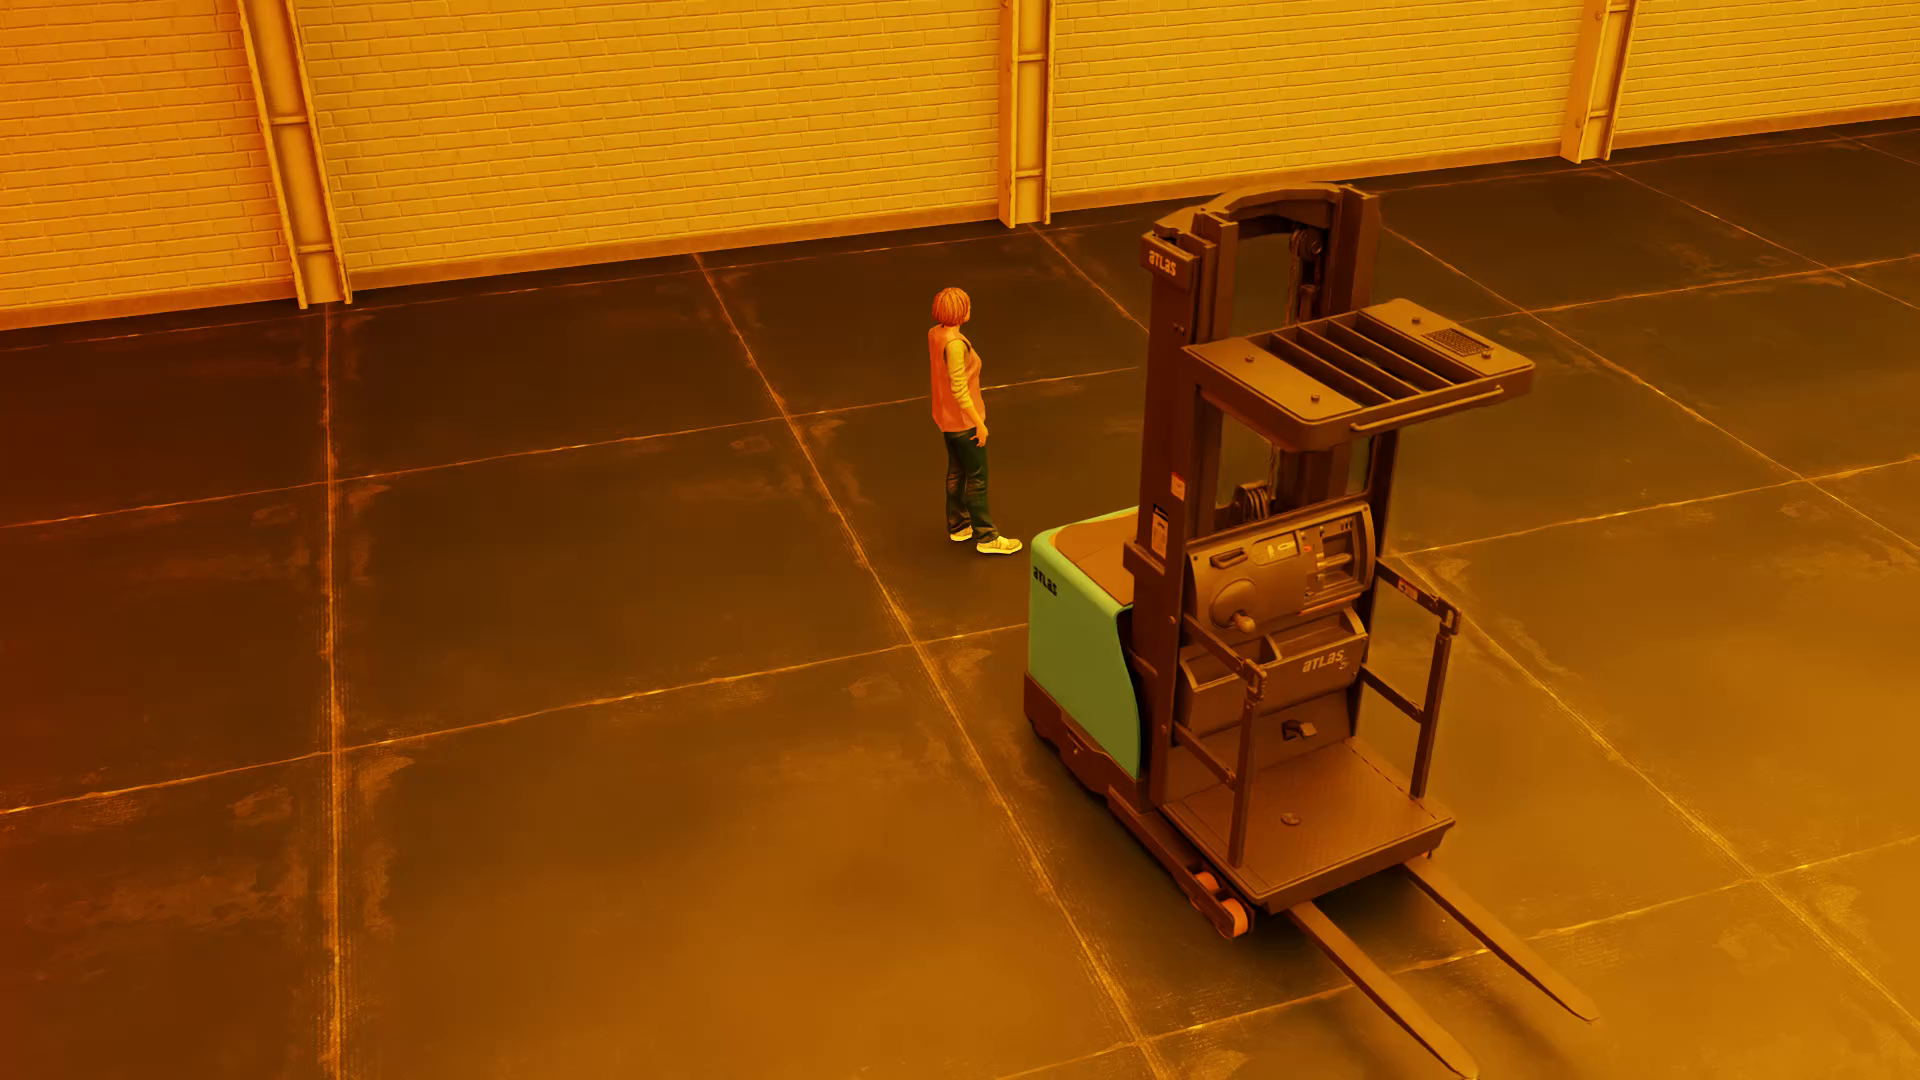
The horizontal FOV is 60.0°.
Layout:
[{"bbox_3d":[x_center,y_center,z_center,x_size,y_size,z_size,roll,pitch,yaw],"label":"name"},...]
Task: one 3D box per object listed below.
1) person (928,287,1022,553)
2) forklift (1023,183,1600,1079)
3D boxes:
[{"bbox_3d":[0.075,-0.704,9.633,0.473,1.599,0.520,-10,31,-16],"label":"person"},{"bbox_3d":[1.458,0.166,6.798,1.130,2.935,3.031,-15,33,-24],"label":"forklift"}]
